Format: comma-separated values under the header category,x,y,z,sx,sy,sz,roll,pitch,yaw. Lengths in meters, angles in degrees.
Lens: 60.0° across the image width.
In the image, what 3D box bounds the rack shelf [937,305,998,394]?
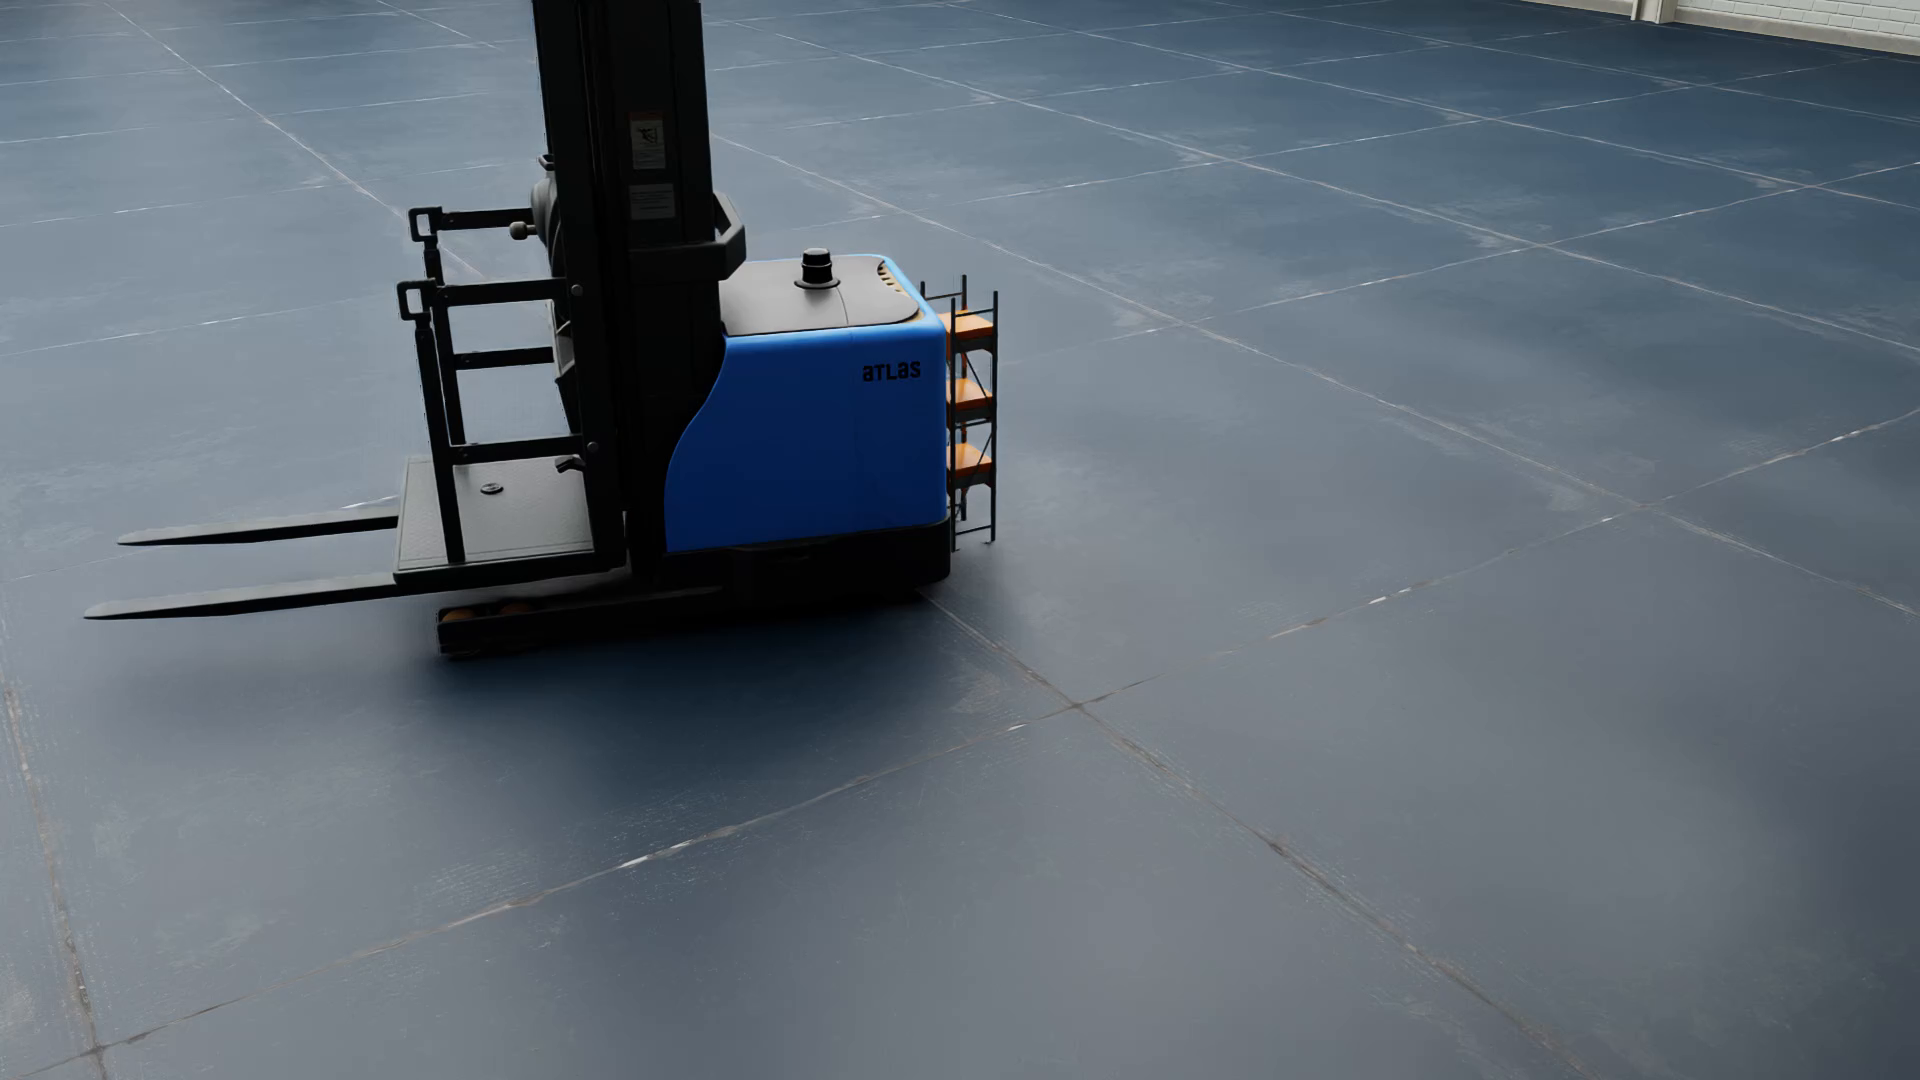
category,x,y,z,sx,sy,sz,roll,pitch,yaw
rack shelf,-0.005,-0.741,6.449,0.215,0.259,0.240,-13,28,-26

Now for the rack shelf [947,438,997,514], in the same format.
category,x,y,z,sx,sy,sz,roll,pitch,yaw
rack shelf,-0.005,-0.233,6.689,0.215,0.259,0.240,-13,28,-26

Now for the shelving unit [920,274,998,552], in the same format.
category,x,y,z,sx,sy,sz,roll,pitch,yaw
shelving unit,-0.005,-0.494,6.566,0.215,1.050,0.252,-13,28,-26

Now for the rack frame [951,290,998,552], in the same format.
category,x,y,z,sx,sy,sz,roll,pitch,yaw
rack frame,0.054,-0.448,6.469,0.200,1.050,0.008,-13,28,-26

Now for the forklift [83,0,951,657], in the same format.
category,x,y,z,sx,sy,sz,roll,pitch,yaw
forklift,-1.610,-1.161,5.776,3.031,2.935,1.130,-6,26,-13

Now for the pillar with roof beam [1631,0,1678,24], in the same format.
category,x,y,z,sx,sy,sz,roll,pitch,yaw
pillar with roof beam,4.704,-9.299,15.908,9.100,9.000,0.400,-16,29,-30

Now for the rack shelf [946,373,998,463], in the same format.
category,x,y,z,sx,sy,sz,roll,pitch,yaw
rack shelf,-0.005,-0.484,6.570,0.215,0.259,0.240,-13,28,-26

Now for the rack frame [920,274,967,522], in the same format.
category,x,y,z,sx,sy,sz,roll,pitch,yaw
rack frame,-0.064,-0.539,6.662,0.200,1.050,0.008,-13,28,-26
